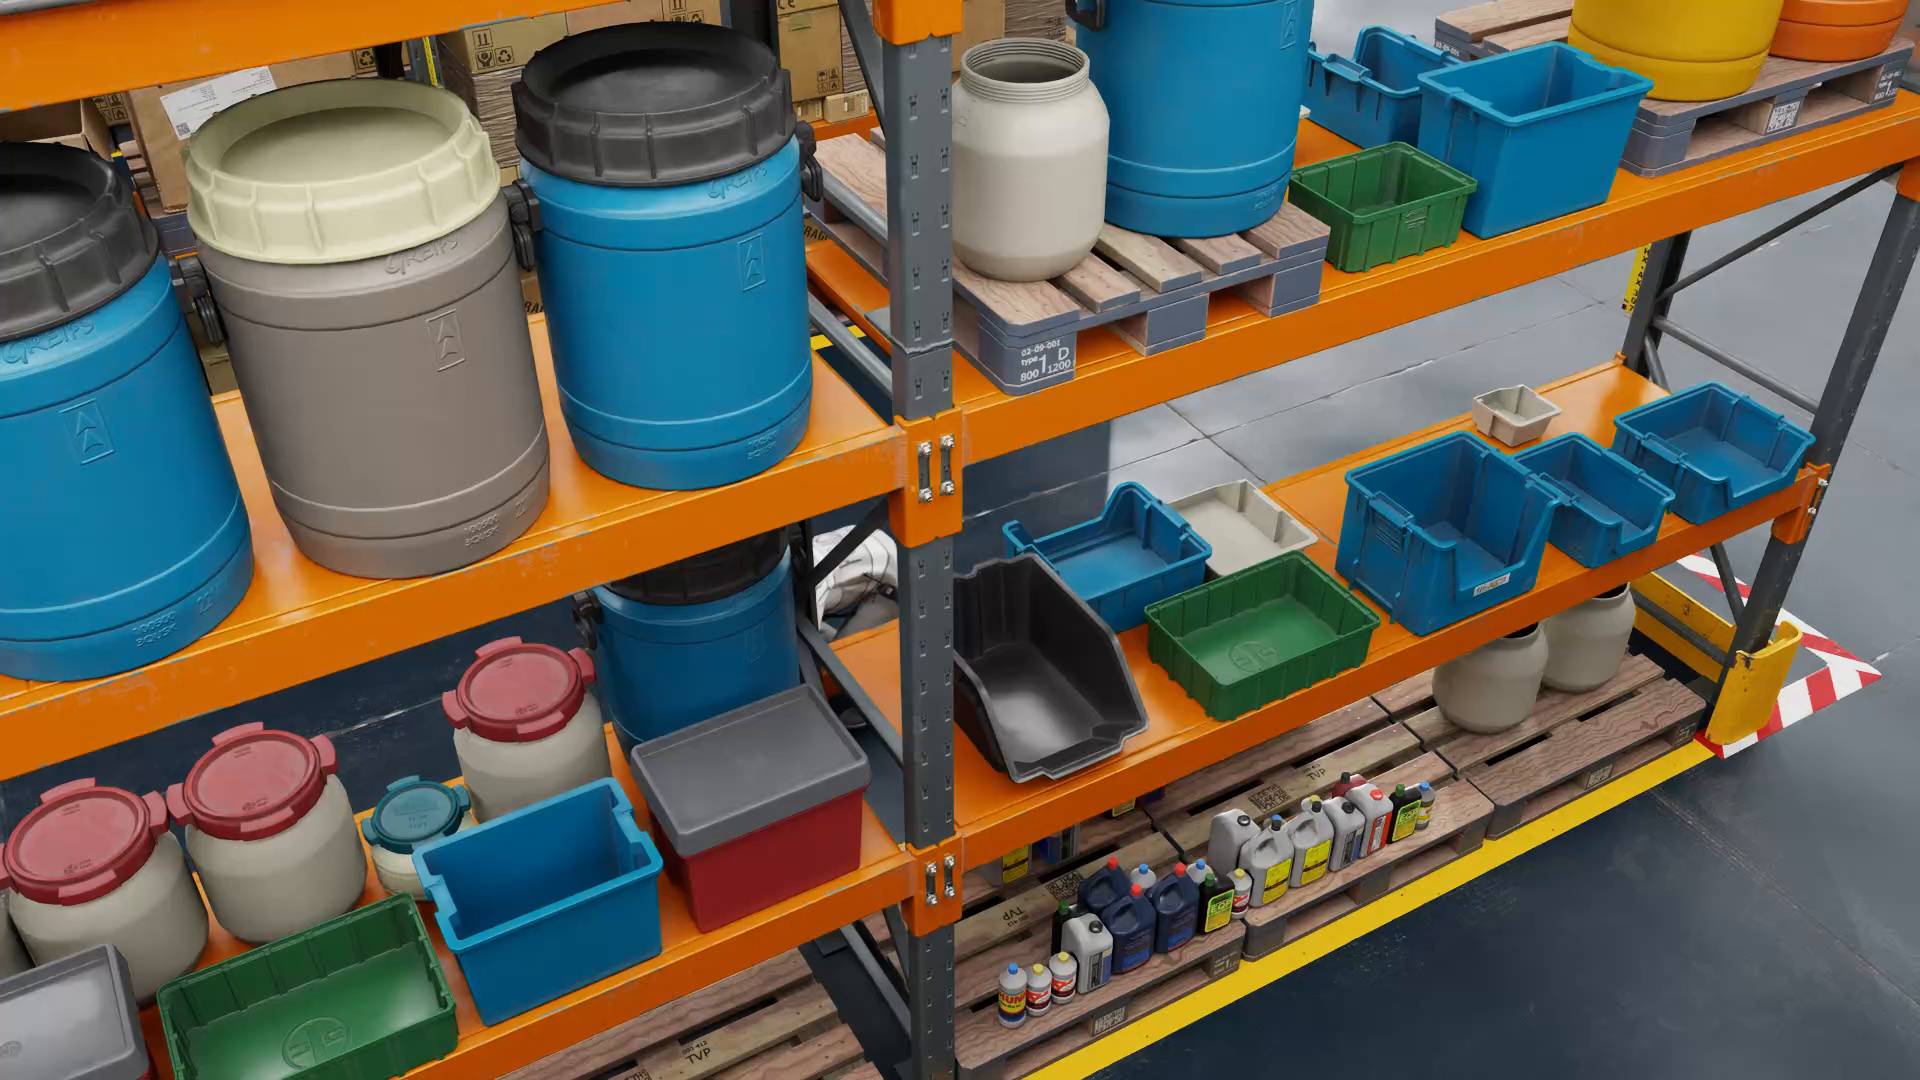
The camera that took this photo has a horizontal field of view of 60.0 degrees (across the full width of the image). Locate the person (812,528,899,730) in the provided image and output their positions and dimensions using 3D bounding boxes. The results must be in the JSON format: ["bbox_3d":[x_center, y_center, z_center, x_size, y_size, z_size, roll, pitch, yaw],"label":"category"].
[{"bbox_3d":[-0.611,0.372,7.001,0.915,0.984,0.468,-21,42,-25],"label":"person"}]
